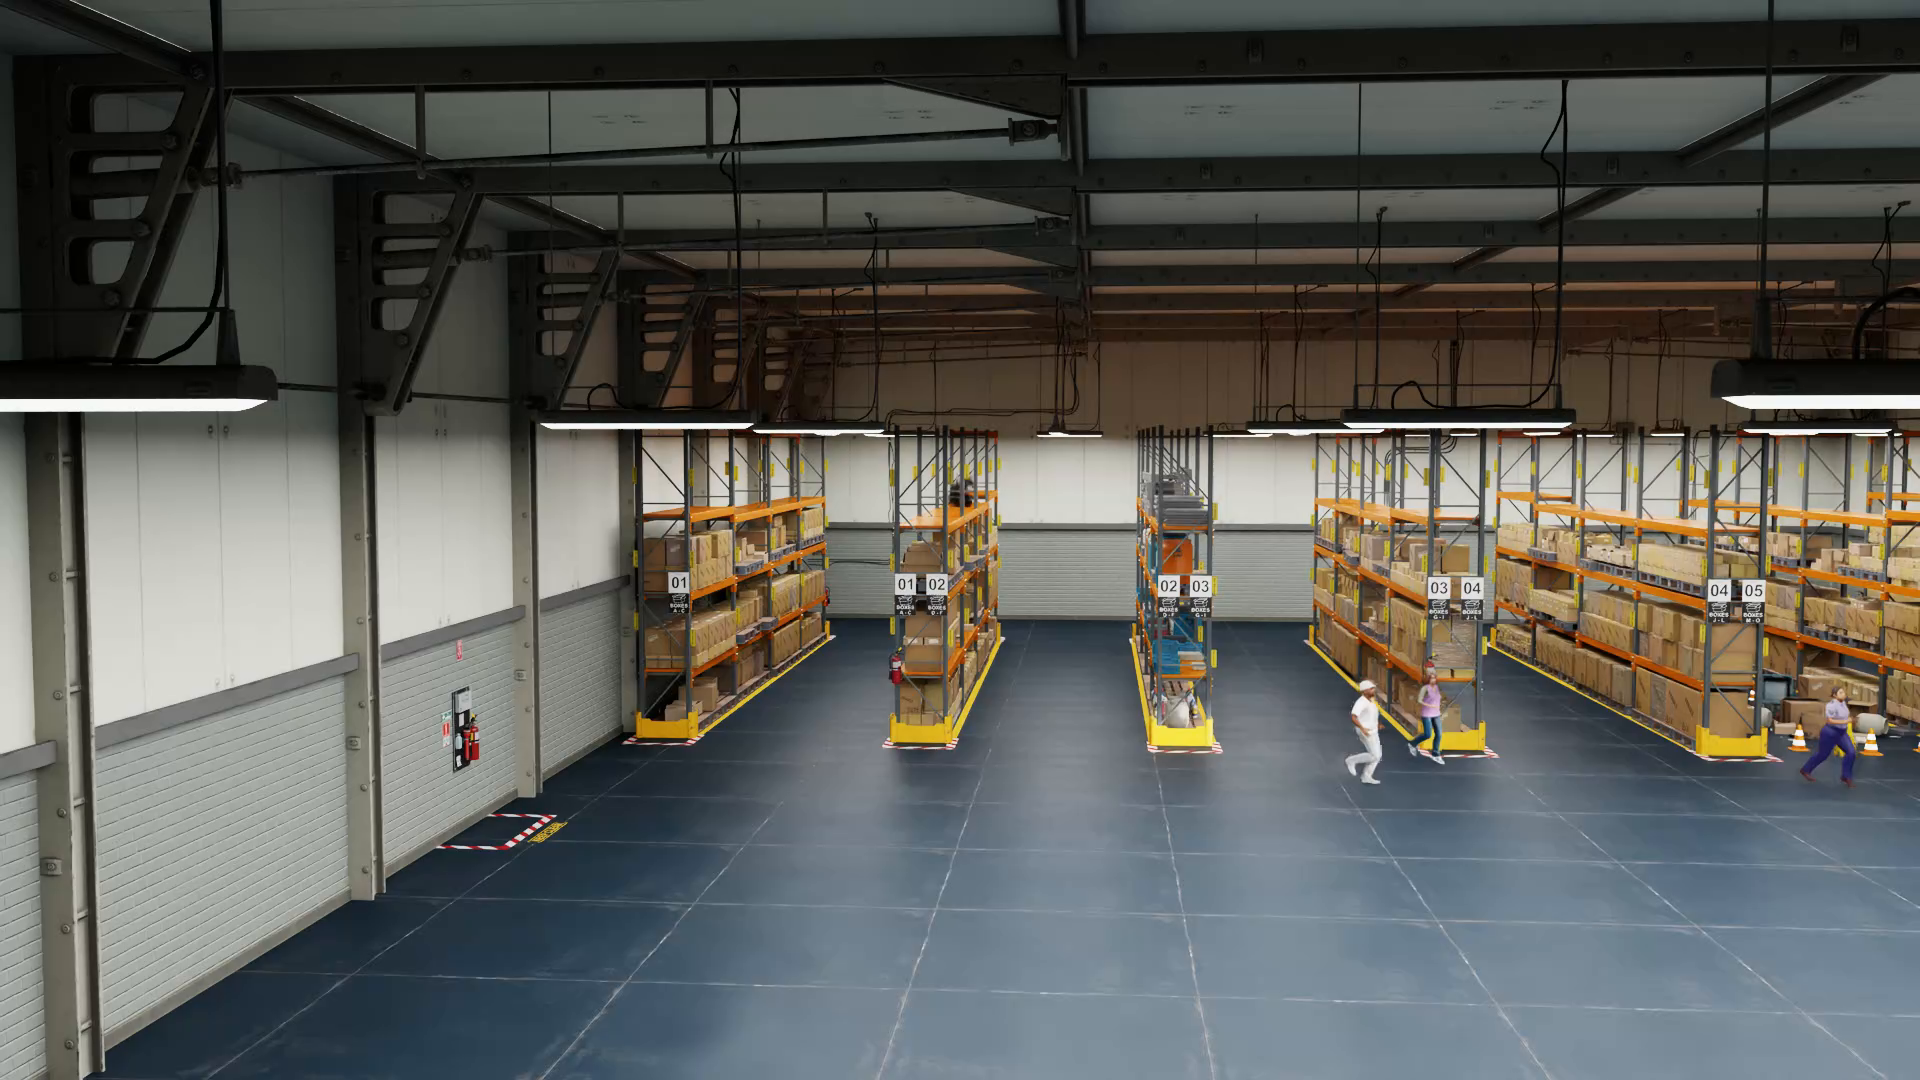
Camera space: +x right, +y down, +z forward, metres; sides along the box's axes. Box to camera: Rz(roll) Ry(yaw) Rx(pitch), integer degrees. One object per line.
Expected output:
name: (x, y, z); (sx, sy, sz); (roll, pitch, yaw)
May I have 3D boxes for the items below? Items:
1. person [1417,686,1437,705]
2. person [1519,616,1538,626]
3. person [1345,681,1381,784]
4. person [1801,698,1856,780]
person: (8.354, 2.864, 29.603); (0.546, 0.557, 0.330); (-2, 4, -32)
person: (16.210, 2.031, 47.379); (0.587, 1.604, 0.632); (0, 3, 3)
person: (6.750, 3.199, 27.743); (0.574, 1.721, 0.681); (2, 4, 31)
person: (14.410, 3.260, 27.543); (0.574, 1.336, 0.742); (-2, 4, -31)
